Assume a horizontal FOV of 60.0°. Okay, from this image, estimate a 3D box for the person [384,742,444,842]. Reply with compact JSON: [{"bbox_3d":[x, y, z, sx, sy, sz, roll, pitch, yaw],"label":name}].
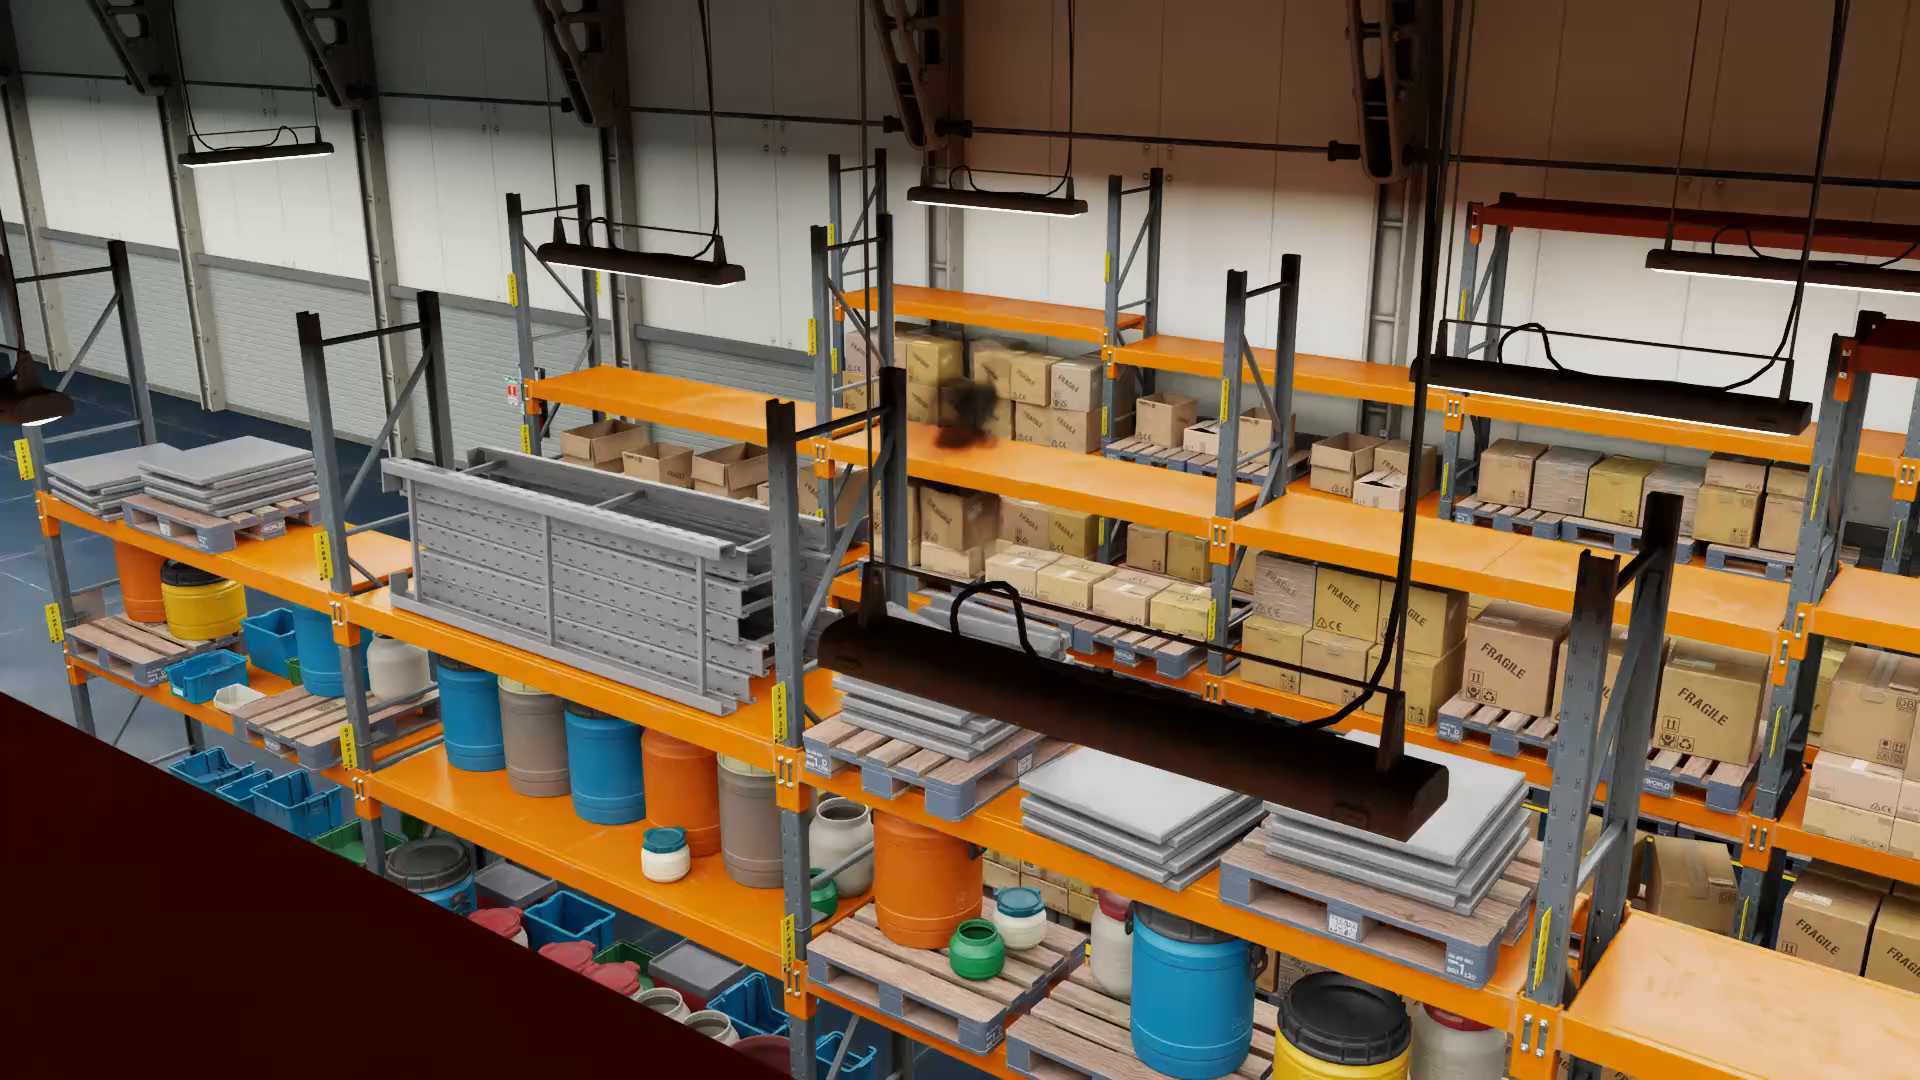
[{"bbox_3d":[-5.012,2.342,15.289,0.609,1.742,0.644,7,20,21],"label":"person"}]
